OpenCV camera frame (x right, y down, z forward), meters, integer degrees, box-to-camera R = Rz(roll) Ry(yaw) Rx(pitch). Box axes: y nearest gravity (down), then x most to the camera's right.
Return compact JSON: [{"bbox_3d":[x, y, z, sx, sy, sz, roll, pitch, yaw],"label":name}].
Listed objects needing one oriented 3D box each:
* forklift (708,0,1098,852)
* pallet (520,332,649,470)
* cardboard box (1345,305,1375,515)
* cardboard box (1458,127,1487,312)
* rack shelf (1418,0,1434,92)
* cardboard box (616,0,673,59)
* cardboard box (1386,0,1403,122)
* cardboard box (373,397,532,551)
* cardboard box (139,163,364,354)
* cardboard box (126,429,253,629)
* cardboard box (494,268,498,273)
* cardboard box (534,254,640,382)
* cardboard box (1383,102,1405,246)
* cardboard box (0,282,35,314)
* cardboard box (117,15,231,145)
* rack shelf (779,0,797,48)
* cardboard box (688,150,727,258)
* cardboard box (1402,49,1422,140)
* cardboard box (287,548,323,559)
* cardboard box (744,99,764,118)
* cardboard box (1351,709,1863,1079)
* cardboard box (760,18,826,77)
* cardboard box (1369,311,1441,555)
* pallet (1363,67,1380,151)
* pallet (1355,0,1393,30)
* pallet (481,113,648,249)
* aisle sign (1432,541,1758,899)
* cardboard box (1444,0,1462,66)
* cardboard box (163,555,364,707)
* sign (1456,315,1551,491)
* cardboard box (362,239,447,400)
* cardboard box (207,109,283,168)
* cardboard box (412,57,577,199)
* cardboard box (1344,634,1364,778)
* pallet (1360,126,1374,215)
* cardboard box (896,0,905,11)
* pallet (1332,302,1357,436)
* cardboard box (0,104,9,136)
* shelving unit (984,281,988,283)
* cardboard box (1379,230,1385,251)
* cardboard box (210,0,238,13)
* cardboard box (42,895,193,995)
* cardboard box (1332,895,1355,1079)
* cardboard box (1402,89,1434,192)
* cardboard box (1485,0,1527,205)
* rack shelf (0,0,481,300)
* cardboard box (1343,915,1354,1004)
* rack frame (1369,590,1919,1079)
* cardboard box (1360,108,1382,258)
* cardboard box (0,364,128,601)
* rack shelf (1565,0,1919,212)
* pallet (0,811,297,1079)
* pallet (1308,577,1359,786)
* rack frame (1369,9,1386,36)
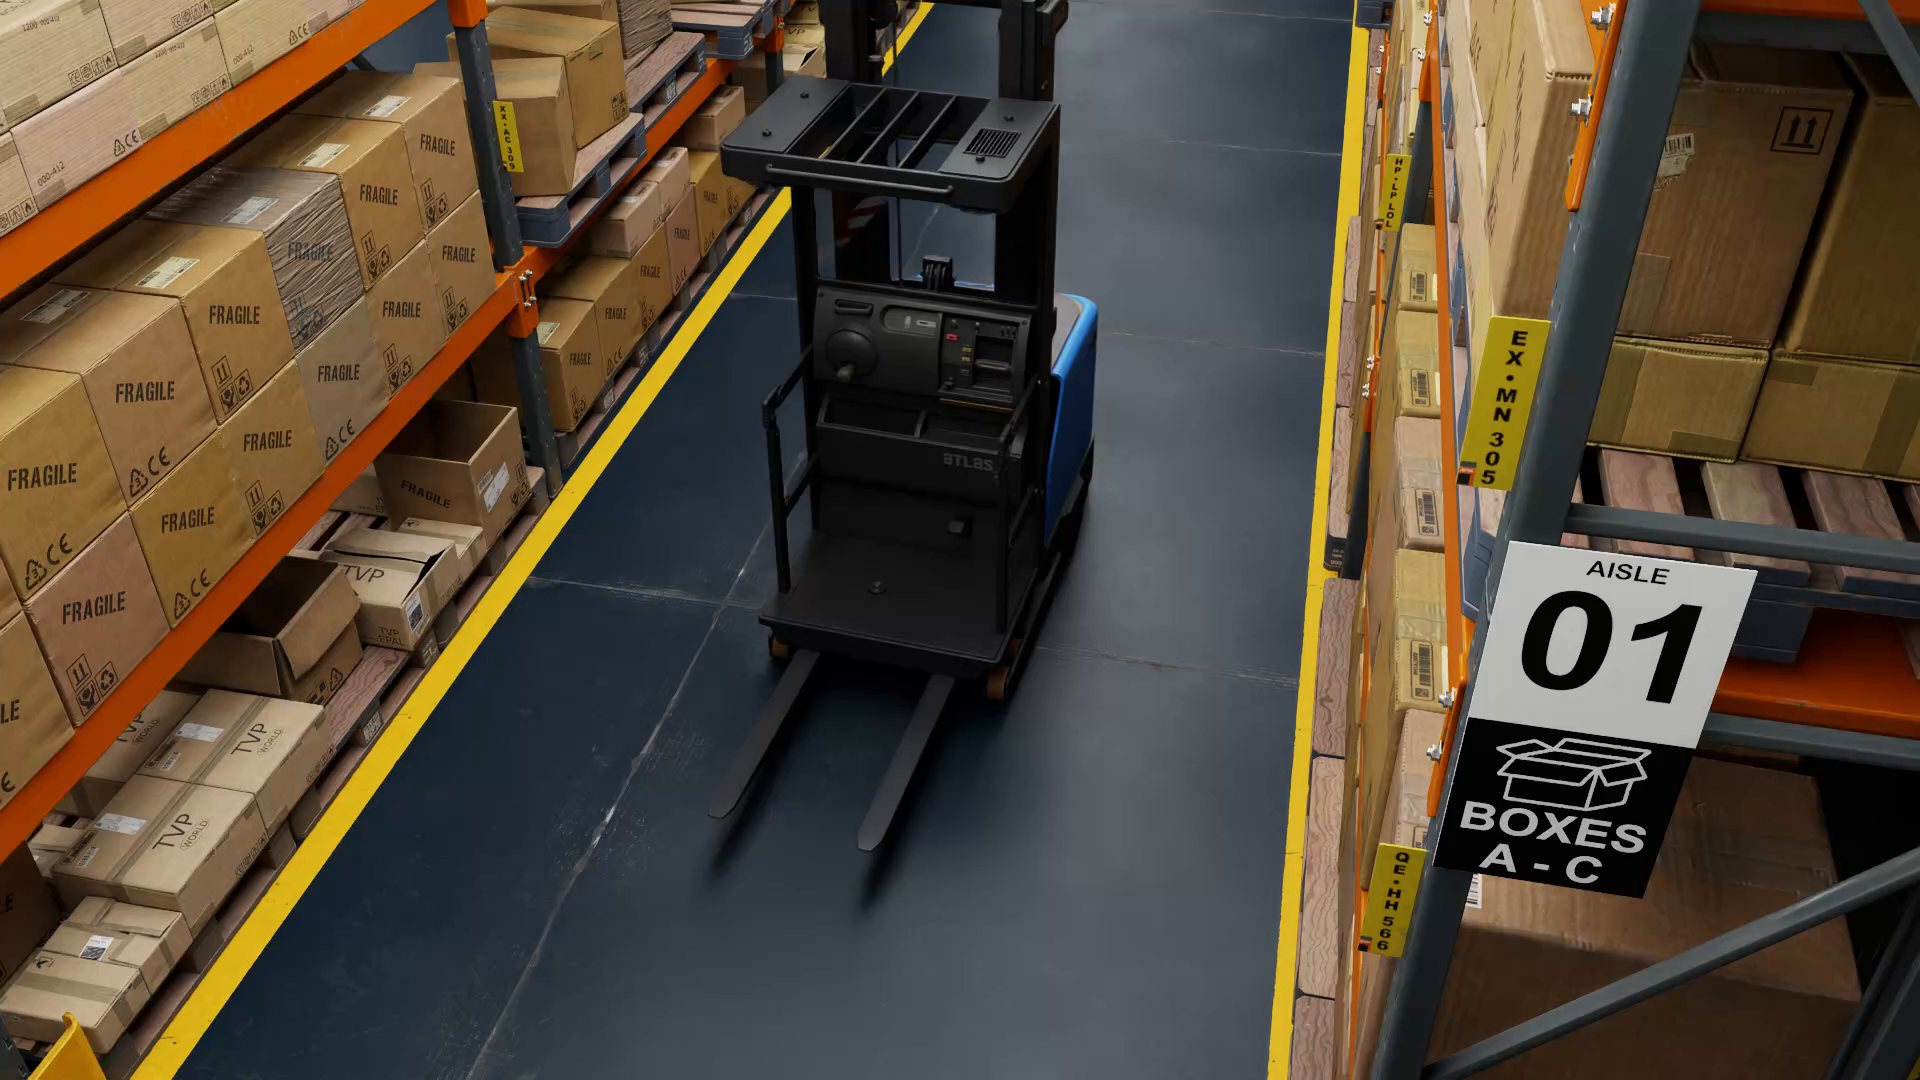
[{"bbox_3d":[-0.224,-0.741,6.775,1.130,2.935,3.031,10,37,13],"label":"forklift"},{"bbox_3d":[-2.421,-0.859,9.255,1.003,0.211,1.213,7,37,10],"label":"pallet"},{"bbox_3d":[2.295,-0.587,7.978,0.750,0.750,0.750,8,37,11],"label":"cardboard box"},{"bbox_3d":[1.436,-0.721,3.818,0.500,0.250,0.500,6,36,8],"label":"cardboard box"},{"bbox_3d":[2.710,-2.968,7.846,1.077,0.370,4.000,7,37,10],"label":"rack shelf"},{"bbox_3d":[-2.109,-3.145,9.590,0.700,0.500,0.500,14,38,19],"label":"cardboard box"},{"bbox_3d":[2.555,-2.531,8.830,0.500,0.500,0.500,7,37,10],"label":"cardboard box"},{"bbox_3d":[-2.402,-0.321,7.892,0.500,0.500,0.500,7,37,10],"label":"cardboard box"},{"bbox_3d":[-2.627,-1.057,6.215,0.500,0.500,0.500,8,37,10],"label":"cardboard box"},{"bbox_3d":[-2.844,-0.069,5.705,0.500,0.500,0.500,7,37,10],"label":"cardboard box"},{"bbox_3d":[-2.618,-1.284,9.221,0.500,0.500,0.500,7,37,10],"label":"cardboard box"},{"bbox_3d":[-2.113,-1.237,9.156,0.500,0.500,0.500,8,37,11],"label":"cardboard box"},{"bbox_3d":[2.234,-1.657,7.625,0.500,0.500,0.500,8,37,10],"label":"cardboard box"},{"bbox_3d":[-3.372,-0.546,5.511,0.500,0.500,0.500,8,37,11],"label":"cardboard box"},{"bbox_3d":[-2.728,-1.500,5.335,0.500,0.250,0.500,7,37,10],"label":"cardboard box"},{"bbox_3d":[-1.276,-4.666,12.744,1.077,0.370,4.000,7,37,10],"label":"rack shelf"},{"bbox_3d":[-1.784,-2.114,10.366,0.500,0.500,0.500,6,36,8],"label":"cardboard box"},{"bbox_3d":[2.251,-1.963,7.407,0.500,0.250,0.500,8,37,11],"label":"cardboard box"},{"bbox_3d":[-3.033,0.163,7.509,0.380,0.166,0.250,7,37,10],"label":"cardboard box"},{"bbox_3d":[-1.304,-3.130,11.998,0.500,0.250,0.500,7,37,10],"label":"cardboard box"},{"bbox_3d":[1.528,0.980,4.086,0.980,0.700,0.700,9,37,12],"label":"cardboard box"},{"bbox_3d":[-1.200,-3.660,12.251,0.500,0.311,0.500,6,36,9],"label":"cardboard box"},{"bbox_3d":[1.990,-0.293,5.843,0.980,0.700,0.700,6,36,9],"label":"cardboard box"},{"bbox_3d":[3.568,-3.207,12.496,1.003,0.211,1.213,7,37,10],"label":"pallet"},{"bbox_3d":[3.185,-3.536,10.736,1.213,0.211,1.003,7,37,10],"label":"pallet"},{"bbox_3d":[-2.280,-1.884,8.457,1.003,0.211,1.213,7,37,10],"label":"pallet"},{"bbox_3d":[1.120,0.346,3.001,0.394,0.787,0.004,7,37,10],"label":"aisle sign"},{"bbox_3d":[1.755,-1.609,5.043,0.500,0.250,0.500,7,36,9],"label":"cardboard box"},{"bbox_3d":[-2.954,0.393,6.904,0.797,0.503,0.637,7,37,10],"label":"cardboard box"},{"bbox_3d":[0.901,-0.222,2.757,0.100,0.325,0.005,7,37,10],"label":"sign"},{"bbox_3d":[-2.522,-0.943,6.910,0.500,0.500,0.500,8,37,11],"label":"cardboard box"},{"bbox_3d":[-3.043,-1.432,6.732,0.500,0.500,0.500,6,36,9],"label":"cardboard box"},{"bbox_3d":[-2.238,-1.971,7.971,0.700,0.500,0.500,-4,36,-6],"label":"cardboard box"},{"bbox_3d":[1.912,0.647,6.573,0.700,0.500,0.500,7,37,9],"label":"cardboard box"},{"bbox_3d":[3.305,-2.510,11.534,1.003,0.211,1.213,7,37,10],"label":"pallet"},{"bbox_3d":[-0.764,-4.596,14.021,0.500,0.250,0.500,7,36,9],"label":"cardboard box"},{"bbox_3d":[2.632,-0.923,9.343,1.003,0.211,1.213,7,37,10],"label":"pallet"},{"bbox_3d":[-2.934,-1.128,4.396,0.500,0.250,0.500,7,37,10],"label":"cardboard box"},{"bbox_3d":[0.252,-0.905,8.605,0.215,1.050,0.252,10,37,13],"label":"shelving unit"},{"bbox_3d":[2.208,-1.483,7.938,0.380,0.149,0.250,7,37,10],"label":"cardboard box"},{"bbox_3d":[-2.615,-1.988,5.582,0.500,0.250,0.500,7,37,10],"label":"cardboard box"},{"bbox_3d":[-2.933,1.405,5.795,0.380,0.166,0.250,7,37,10],"label":"cardboard box"},{"bbox_3d":[1.587,1.536,5.346,0.700,0.500,0.500,7,37,10],"label":"cardboard box"},{"bbox_3d":[2.133,-1.671,7.004,0.500,0.250,0.500,8,37,11],"label":"cardboard box"},{"bbox_3d":[1.436,-1.012,3.580,0.500,0.500,0.500,8,37,11],"label":"cardboard box"},{"bbox_3d":[-2.985,-1.294,5.536,1.077,0.370,4.000,7,37,10],"label":"rack shelf"},{"bbox_3d":[1.383,1.317,5.096,0.380,0.149,0.250,8,37,11],"label":"cardboard box"},{"bbox_3d":[1.428,1.395,3.769,1.000,3.000,0.127,7,37,10],"label":"rack frame"},{"bbox_3d":[2.852,-2.086,10.046,0.750,0.750,0.750,7,36,9],"label":"cardboard box"},{"bbox_3d":[-2.955,-0.191,5.020,0.500,0.500,0.500,8,37,10],"label":"cardboard box"},{"bbox_3d":[1.856,-1.728,3.919,1.077,0.370,4.000,7,37,10],"label":"rack shelf"},{"bbox_3d":[-3.226,1.405,6.132,1.003,0.211,1.213,7,37,10],"label":"pallet"},{"bbox_3d":[2.044,0.657,7.164,1.003,0.211,1.213,7,37,10],"label":"pallet"},{"bbox_3d":[3.992,-5.485,13.261,1.000,3.000,0.127,7,37,10],"label":"rack frame"}]
